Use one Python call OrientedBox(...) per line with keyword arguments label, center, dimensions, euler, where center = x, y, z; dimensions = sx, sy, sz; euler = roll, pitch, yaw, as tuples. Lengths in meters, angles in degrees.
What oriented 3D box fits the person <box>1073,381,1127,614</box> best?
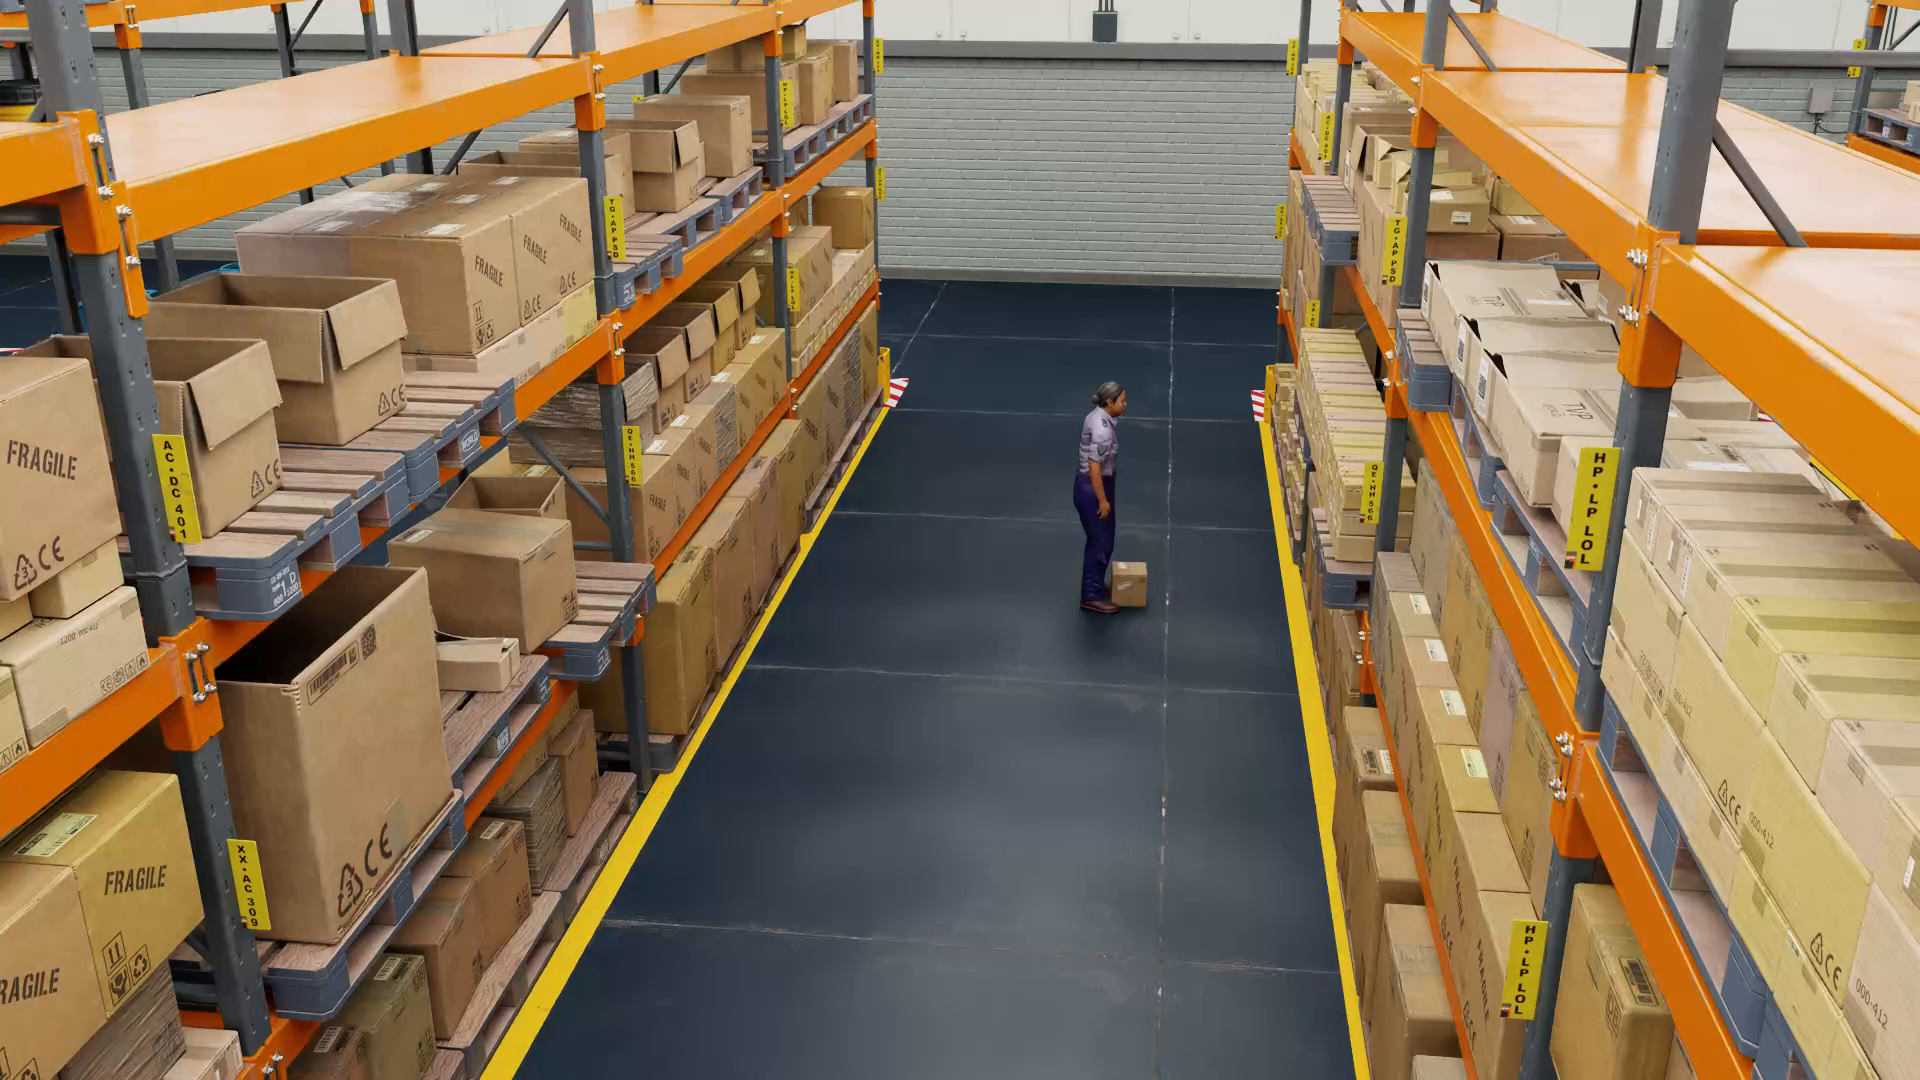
OrientedBox(label="person", center=(1.000, -0.326, 11.952), dimensions=(0.375, 1.636, 0.555), euler=(1, 21, 3))
